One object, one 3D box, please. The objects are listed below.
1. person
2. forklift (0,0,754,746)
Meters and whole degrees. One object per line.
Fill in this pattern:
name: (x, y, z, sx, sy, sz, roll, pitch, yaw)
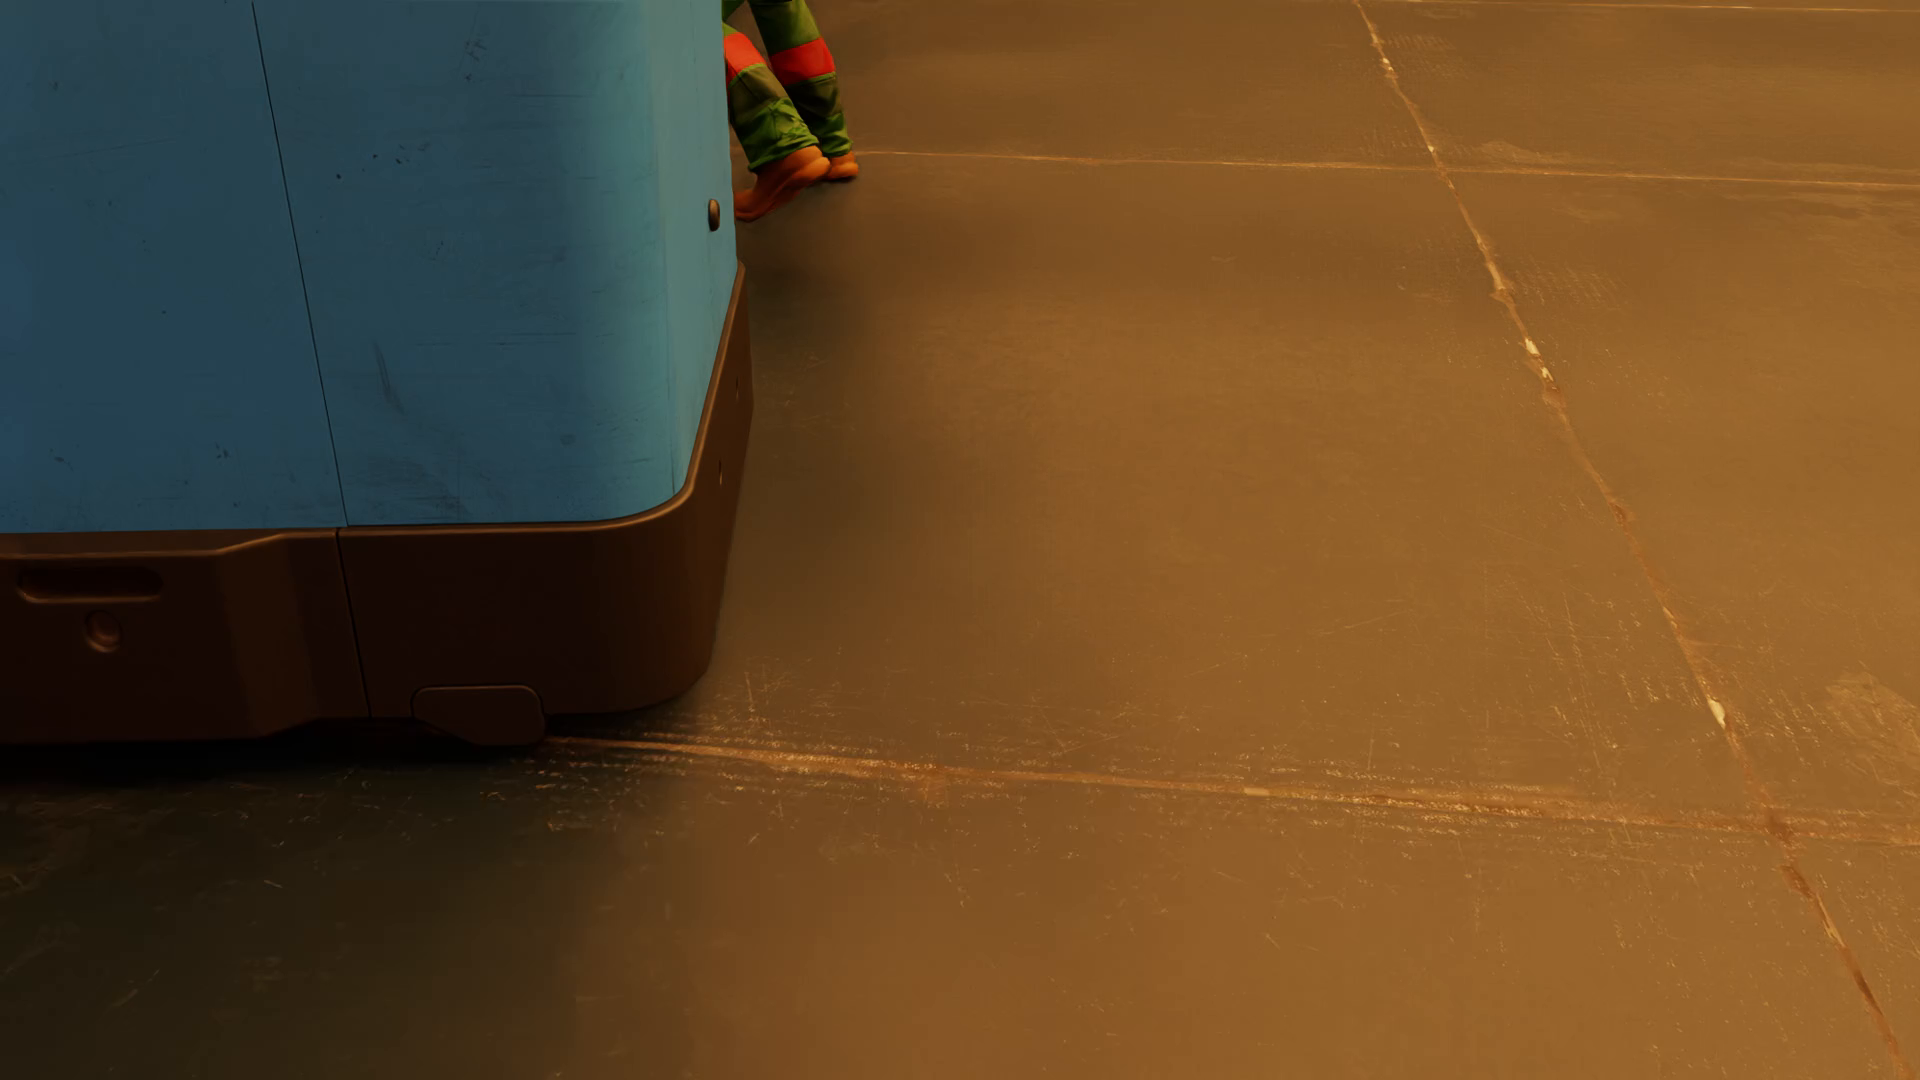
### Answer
person: (-0.370, -1.561, 3.879, 0.511, 1.663, 1.189, 8, 28, 15)
forklift: (-1.840, -1.251, 1.724, 3.031, 2.935, 1.130, -1, 27, -2)
